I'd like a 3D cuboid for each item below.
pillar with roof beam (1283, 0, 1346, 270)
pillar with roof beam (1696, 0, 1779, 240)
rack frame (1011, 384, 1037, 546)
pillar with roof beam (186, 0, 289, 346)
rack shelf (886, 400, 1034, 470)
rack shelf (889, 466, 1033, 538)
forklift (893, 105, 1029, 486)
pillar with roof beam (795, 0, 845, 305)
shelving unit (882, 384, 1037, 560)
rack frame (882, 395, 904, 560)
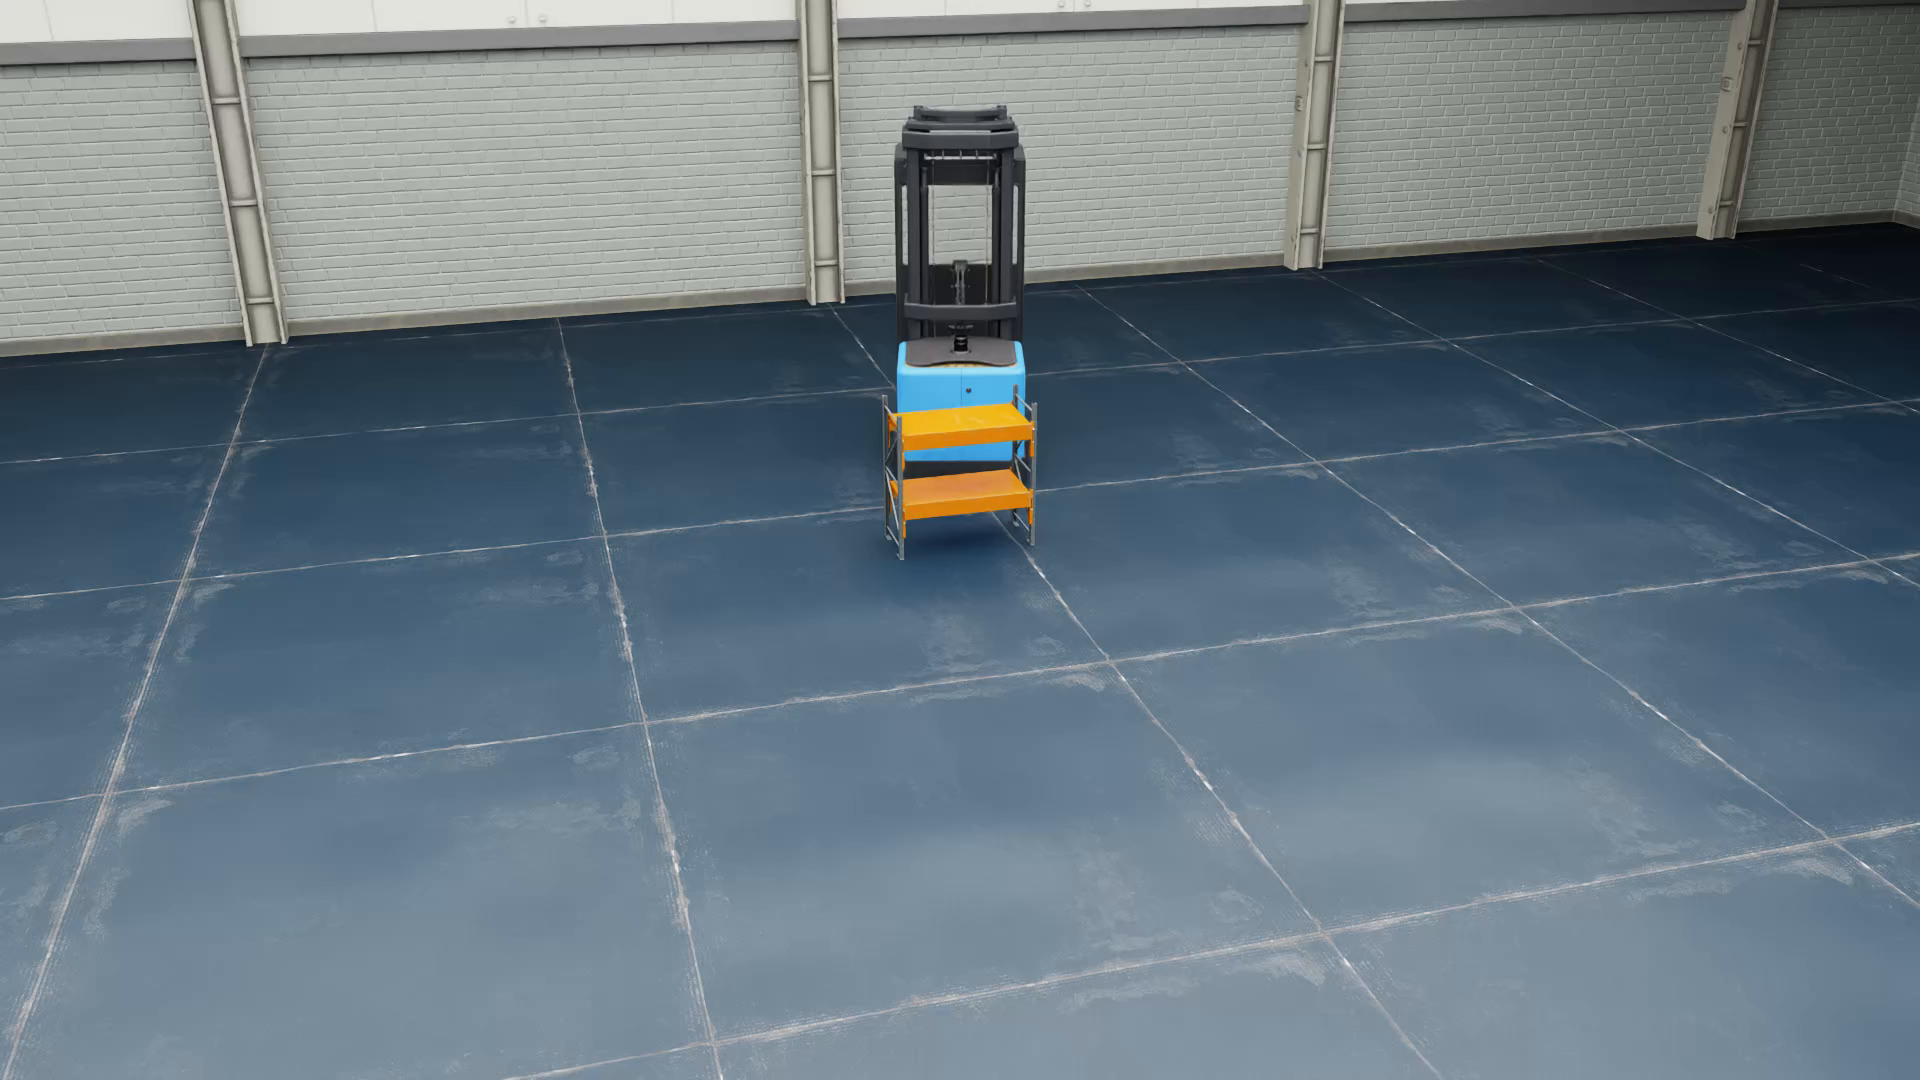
[{"bbox_3d":[5.398,-5.887,14.987,0.400,9.000,9.100,-6,24,-14],"label":"pillar with roof beam"},{"bbox_3d":[11.175,-6.526,16.477,0.400,9.000,9.100,-6,24,-14],"label":"pillar with roof beam"},{"bbox_3d":[0.483,-0.570,12.583,0.032,1.125,0.500,-6,24,-14],"label":"rack frame"},{"bbox_3d":[-6.156,-4.609,12.009,0.400,9.000,9.100,-6,24,-14],"label":"pillar with roof beam"},{"bbox_3d":[-0.007,-0.785,12.341,1.000,0.278,0.538,-6,24,-14],"label":"rack shelf"},{"bbox_3d":[-0.007,-0.292,12.553,1.000,0.278,0.538,-6,24,-14],"label":"rack shelf"},{"bbox_3d":[-0.003,-2.292,14.305,1.130,2.935,3.031,0,23,-1],"label":"forklift"},{"bbox_3d":[-0.379,-5.248,13.498,0.400,9.000,9.100,-6,24,-14],"label":"pillar with roof beam"},{"bbox_3d":[-0.007,-0.516,12.457,1.048,1.125,0.538,-6,24,-14],"label":"shelving unit"},{"bbox_3d":[-0.496,-0.462,12.331,0.032,1.125,0.500,-6,24,-14],"label":"rack frame"}]
